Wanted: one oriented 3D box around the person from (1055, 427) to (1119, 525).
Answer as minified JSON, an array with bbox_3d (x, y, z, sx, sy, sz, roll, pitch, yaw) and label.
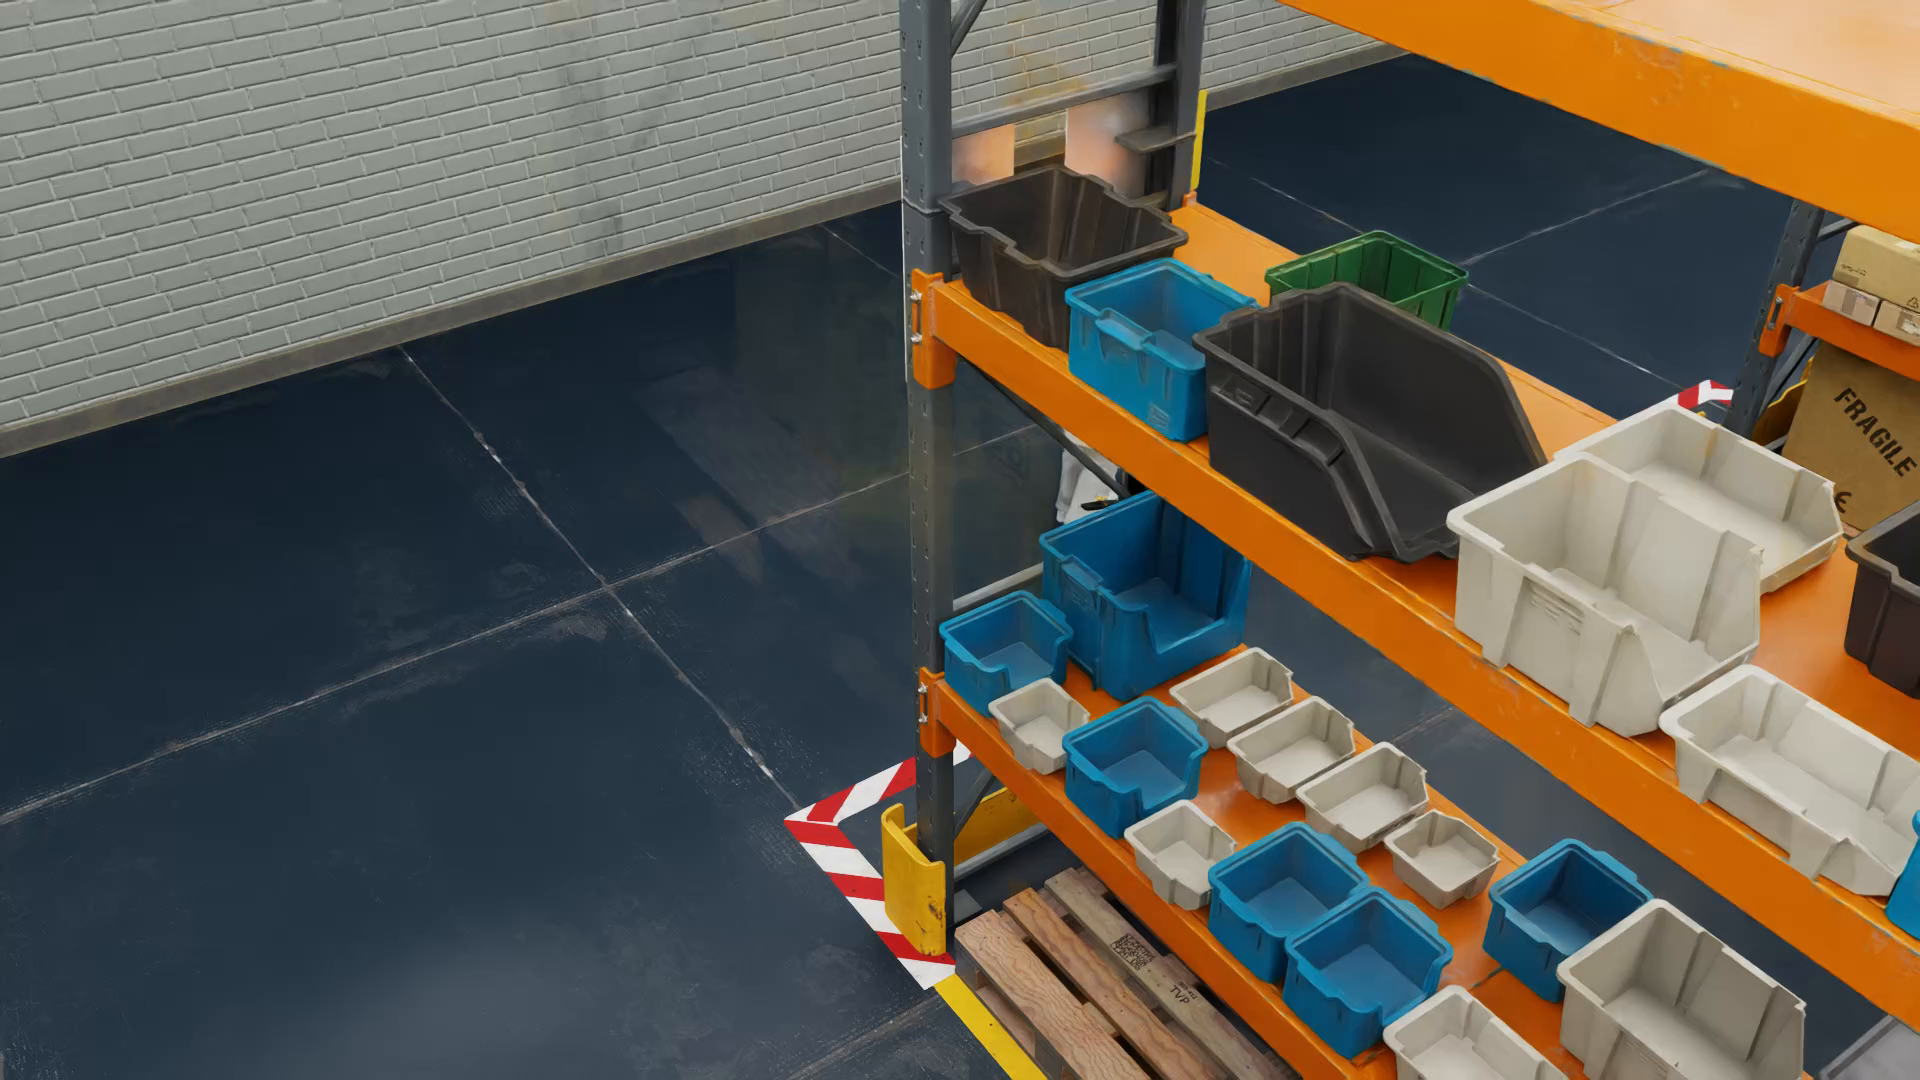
[{"bbox_3d":[0.636,-0.750,8.115,0.591,1.826,0.598,-21,41,-27],"label":"person"}]
